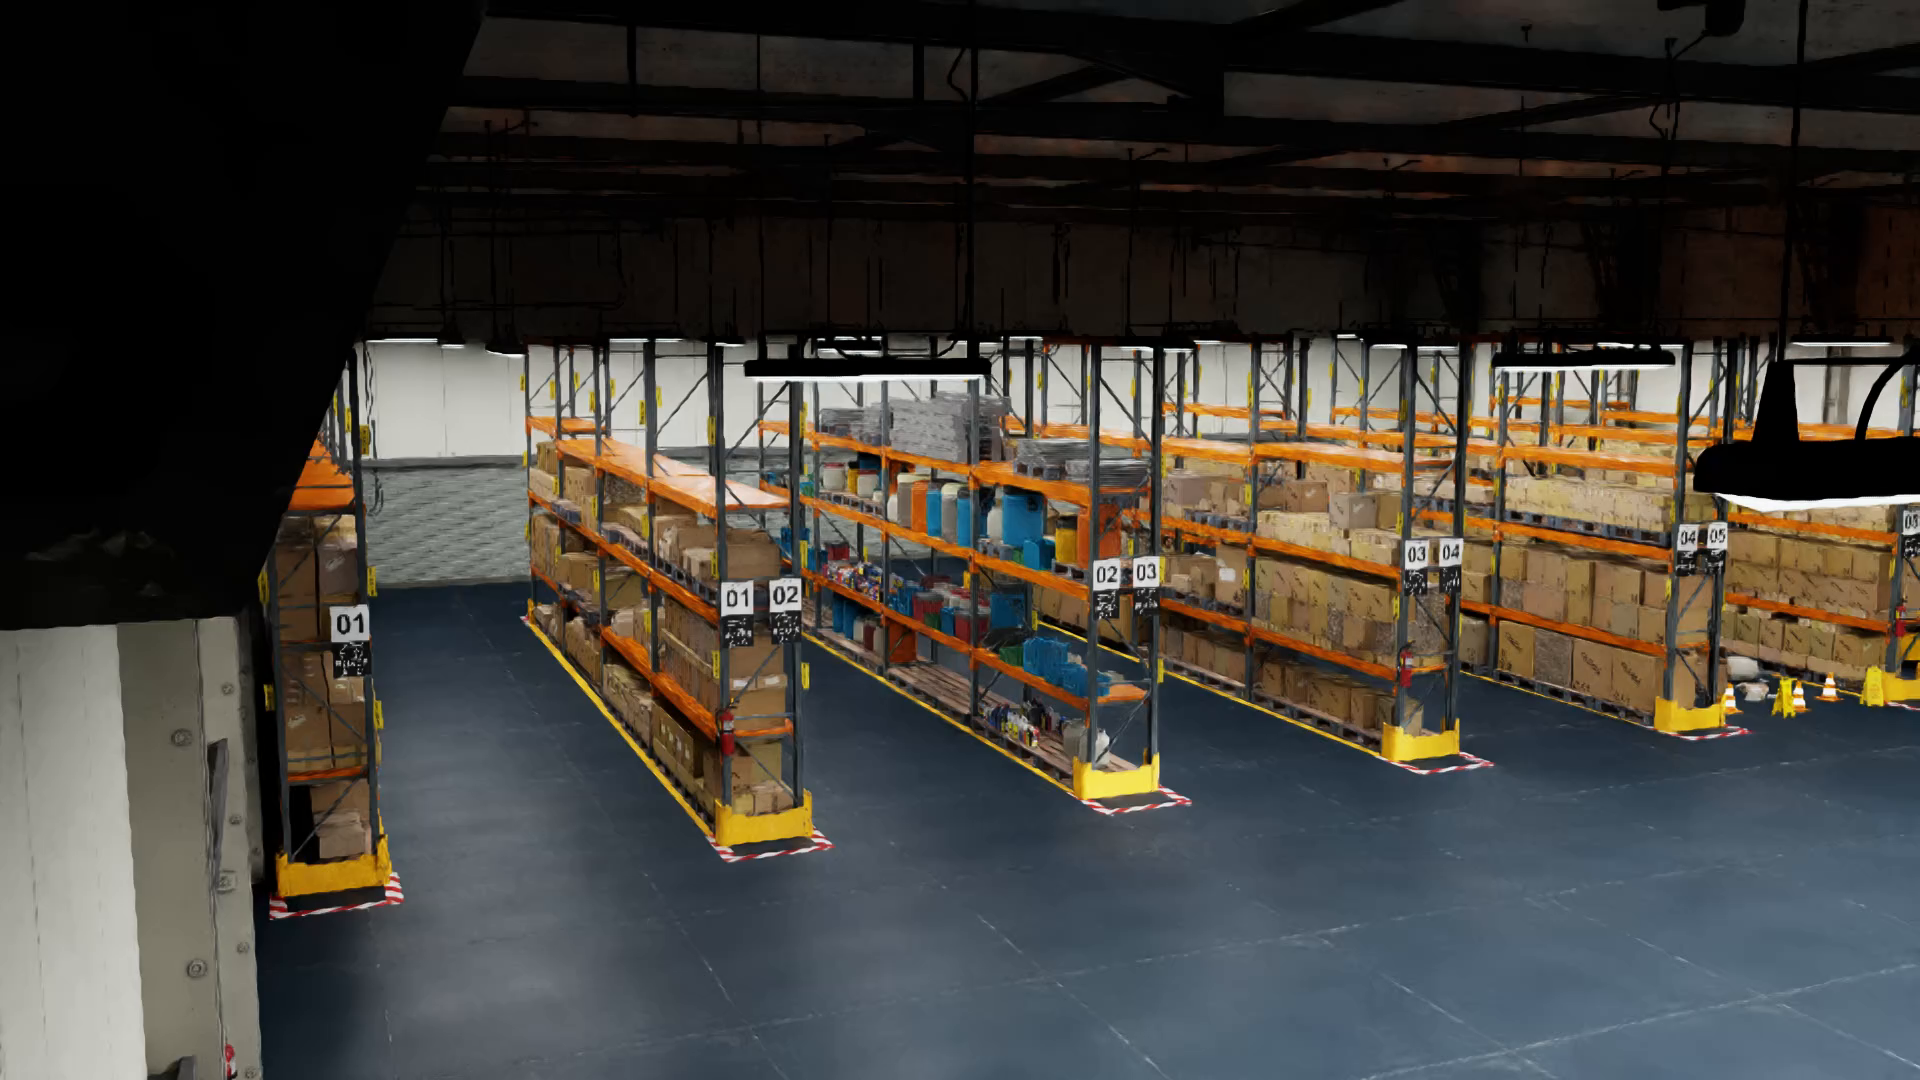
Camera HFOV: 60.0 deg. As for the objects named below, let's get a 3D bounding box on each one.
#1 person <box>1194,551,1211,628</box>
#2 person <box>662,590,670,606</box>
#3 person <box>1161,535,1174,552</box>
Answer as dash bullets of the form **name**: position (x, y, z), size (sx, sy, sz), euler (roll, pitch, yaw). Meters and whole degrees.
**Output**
- **person**: position (4.717, 1.065, 33.190), size (0.566, 1.706, 1.122), euler (-3, 8, -20)
- **person**: position (-5.530, 1.251, 31.888), size (0.373, 1.679, 0.588), euler (-6, 9, -36)
- **person**: position (4.506, 0.670, 36.631), size (0.598, 1.619, 0.507), euler (-3, 8, -24)
